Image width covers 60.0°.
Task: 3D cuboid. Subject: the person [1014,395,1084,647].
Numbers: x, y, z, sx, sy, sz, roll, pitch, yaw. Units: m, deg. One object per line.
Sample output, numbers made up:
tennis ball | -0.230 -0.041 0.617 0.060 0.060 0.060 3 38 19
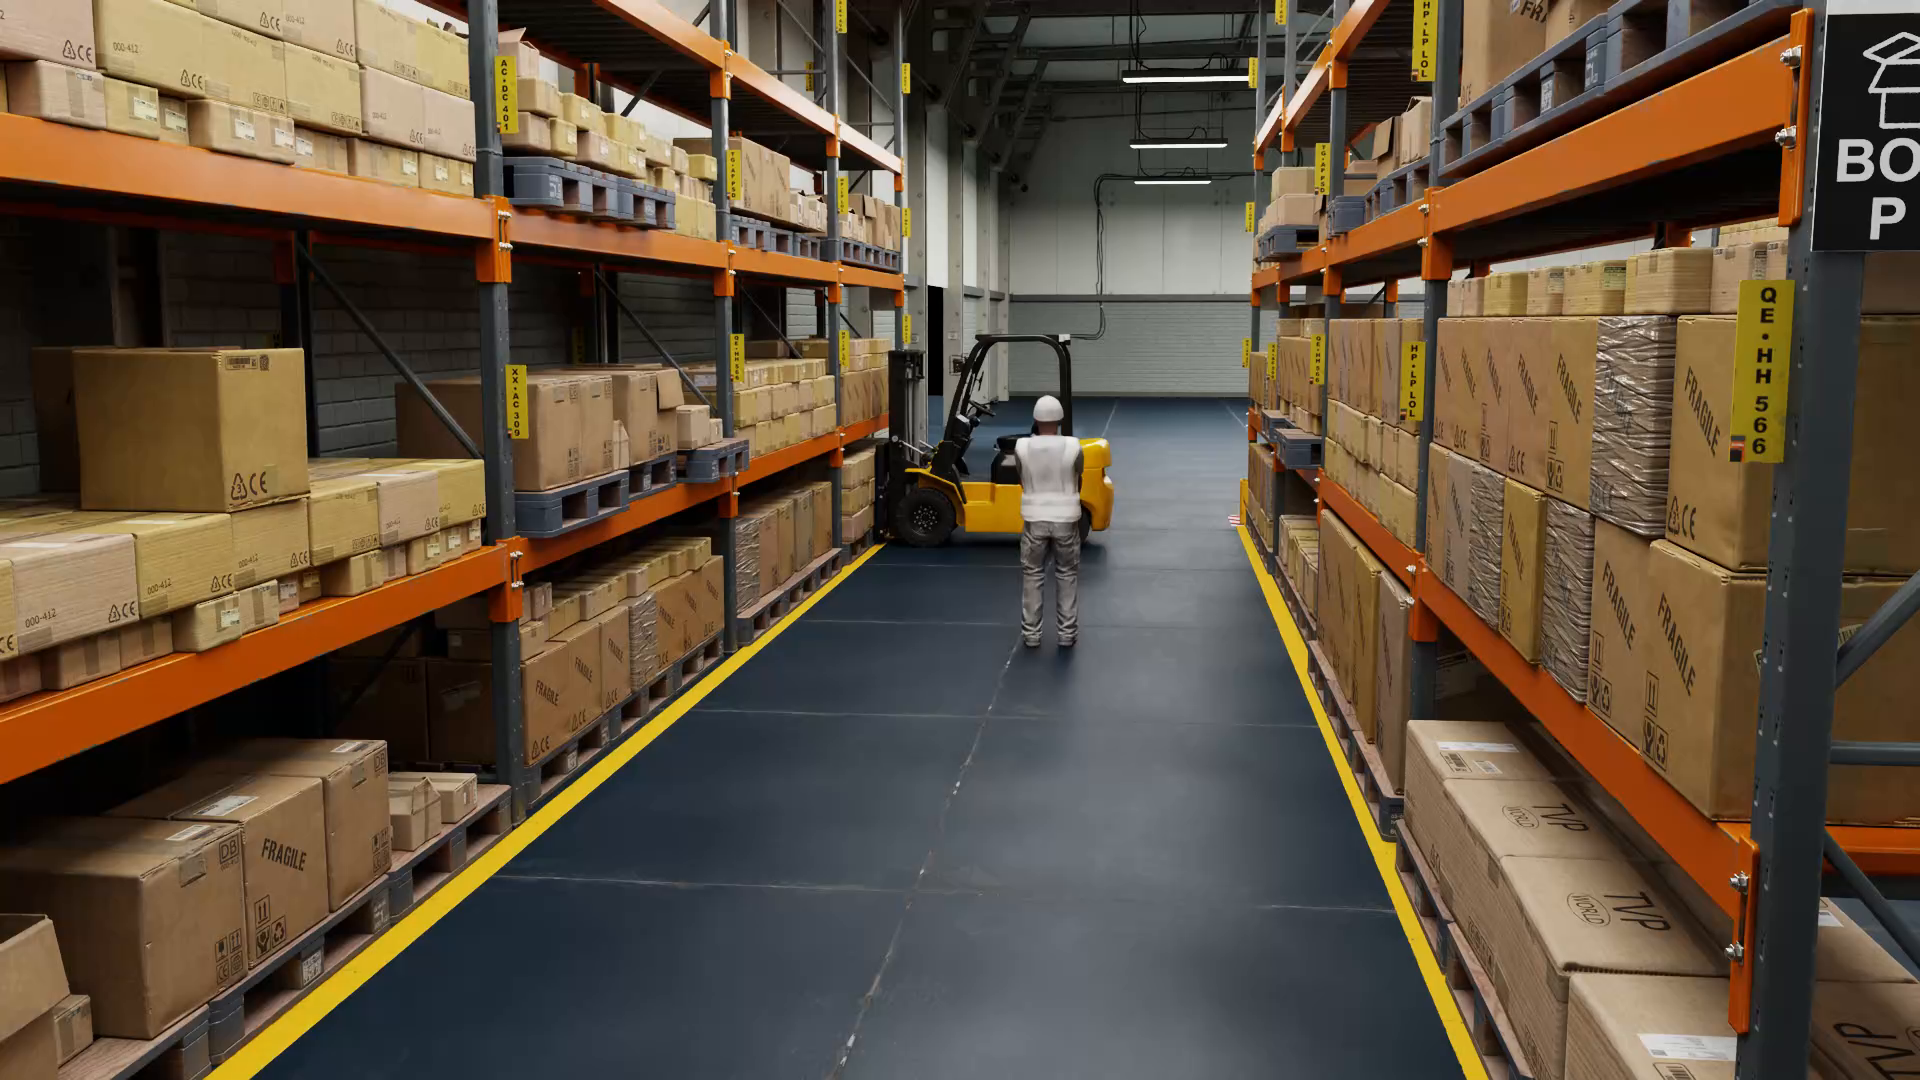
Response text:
person | 0.639 -0.144 11.827 0.487 1.779 0.584 1 8 6
